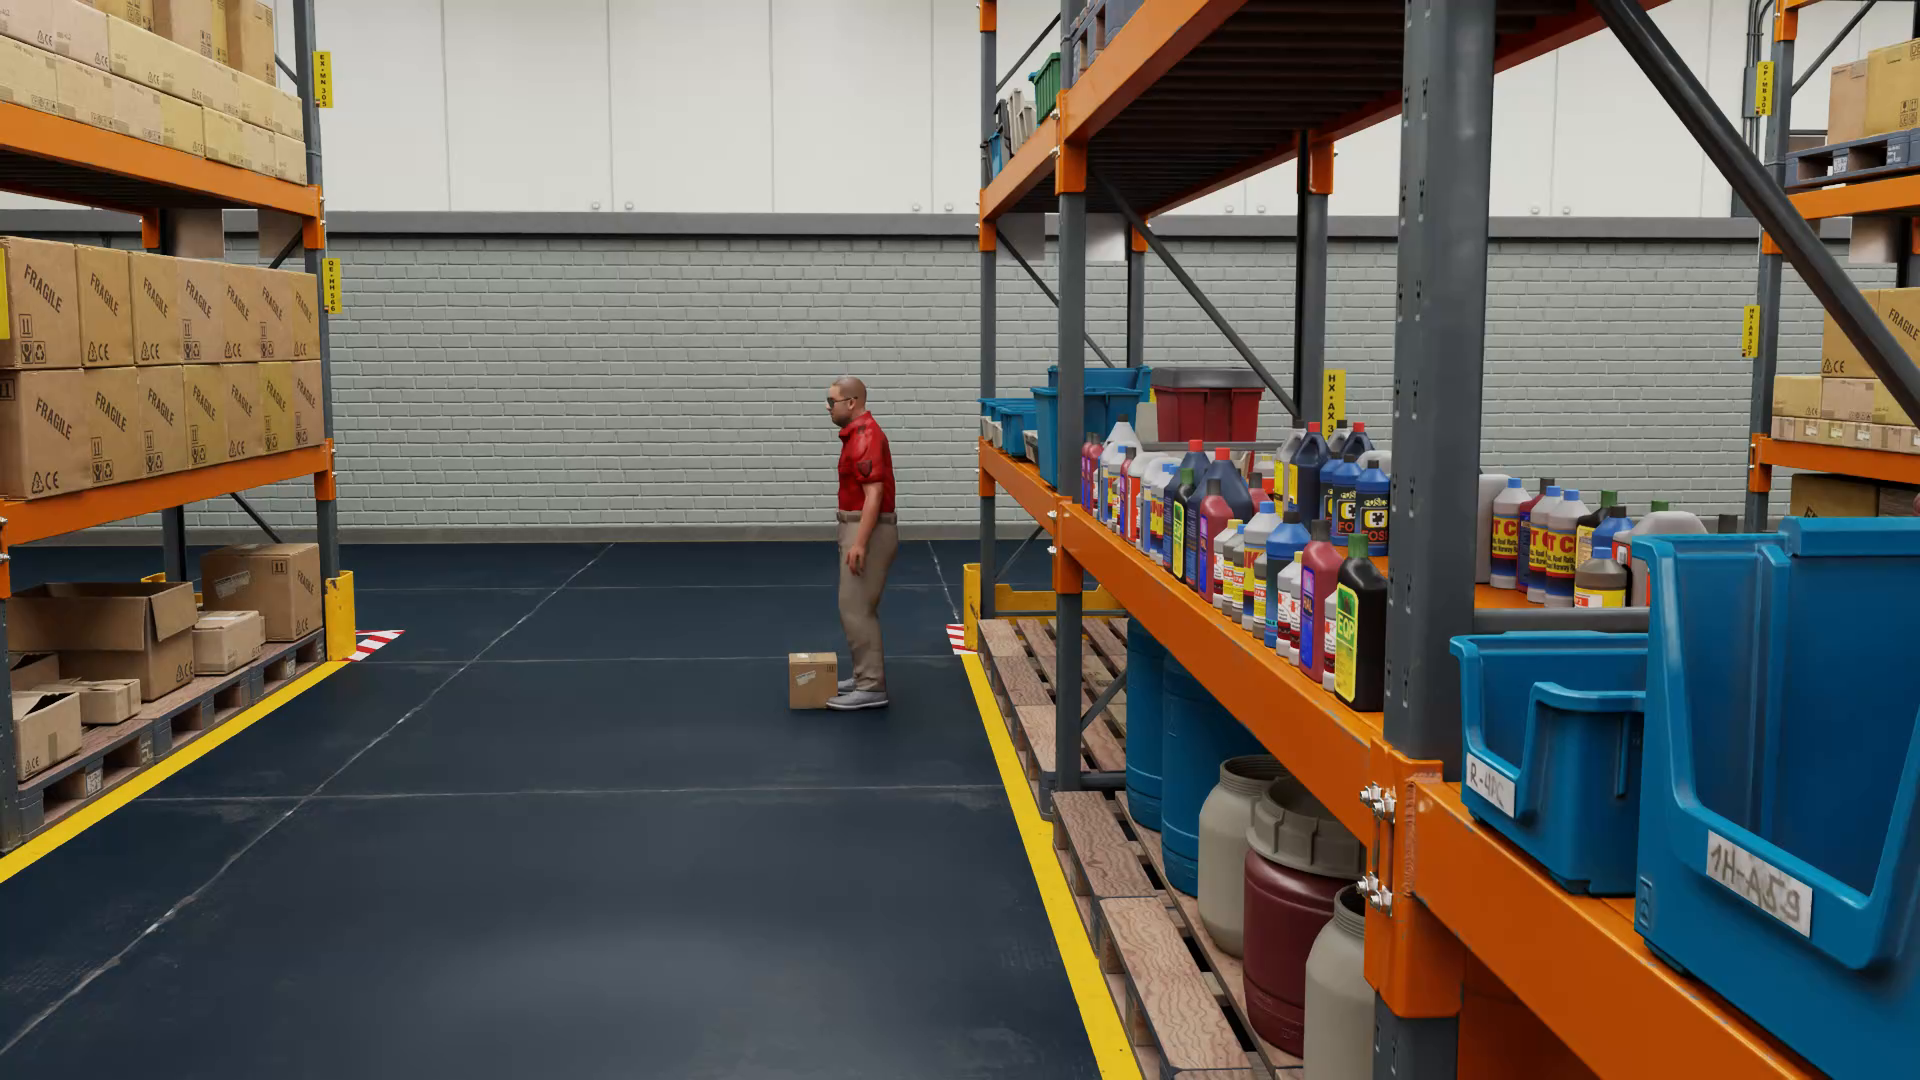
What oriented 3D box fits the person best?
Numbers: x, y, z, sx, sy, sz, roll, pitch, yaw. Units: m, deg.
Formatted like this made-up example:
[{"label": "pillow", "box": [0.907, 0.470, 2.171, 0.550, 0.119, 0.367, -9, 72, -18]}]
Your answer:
[{"label": "person", "box": [-0.524, 0.007, 8.740, 0.387, 1.728, 0.606, -1, 7, -7]}]
